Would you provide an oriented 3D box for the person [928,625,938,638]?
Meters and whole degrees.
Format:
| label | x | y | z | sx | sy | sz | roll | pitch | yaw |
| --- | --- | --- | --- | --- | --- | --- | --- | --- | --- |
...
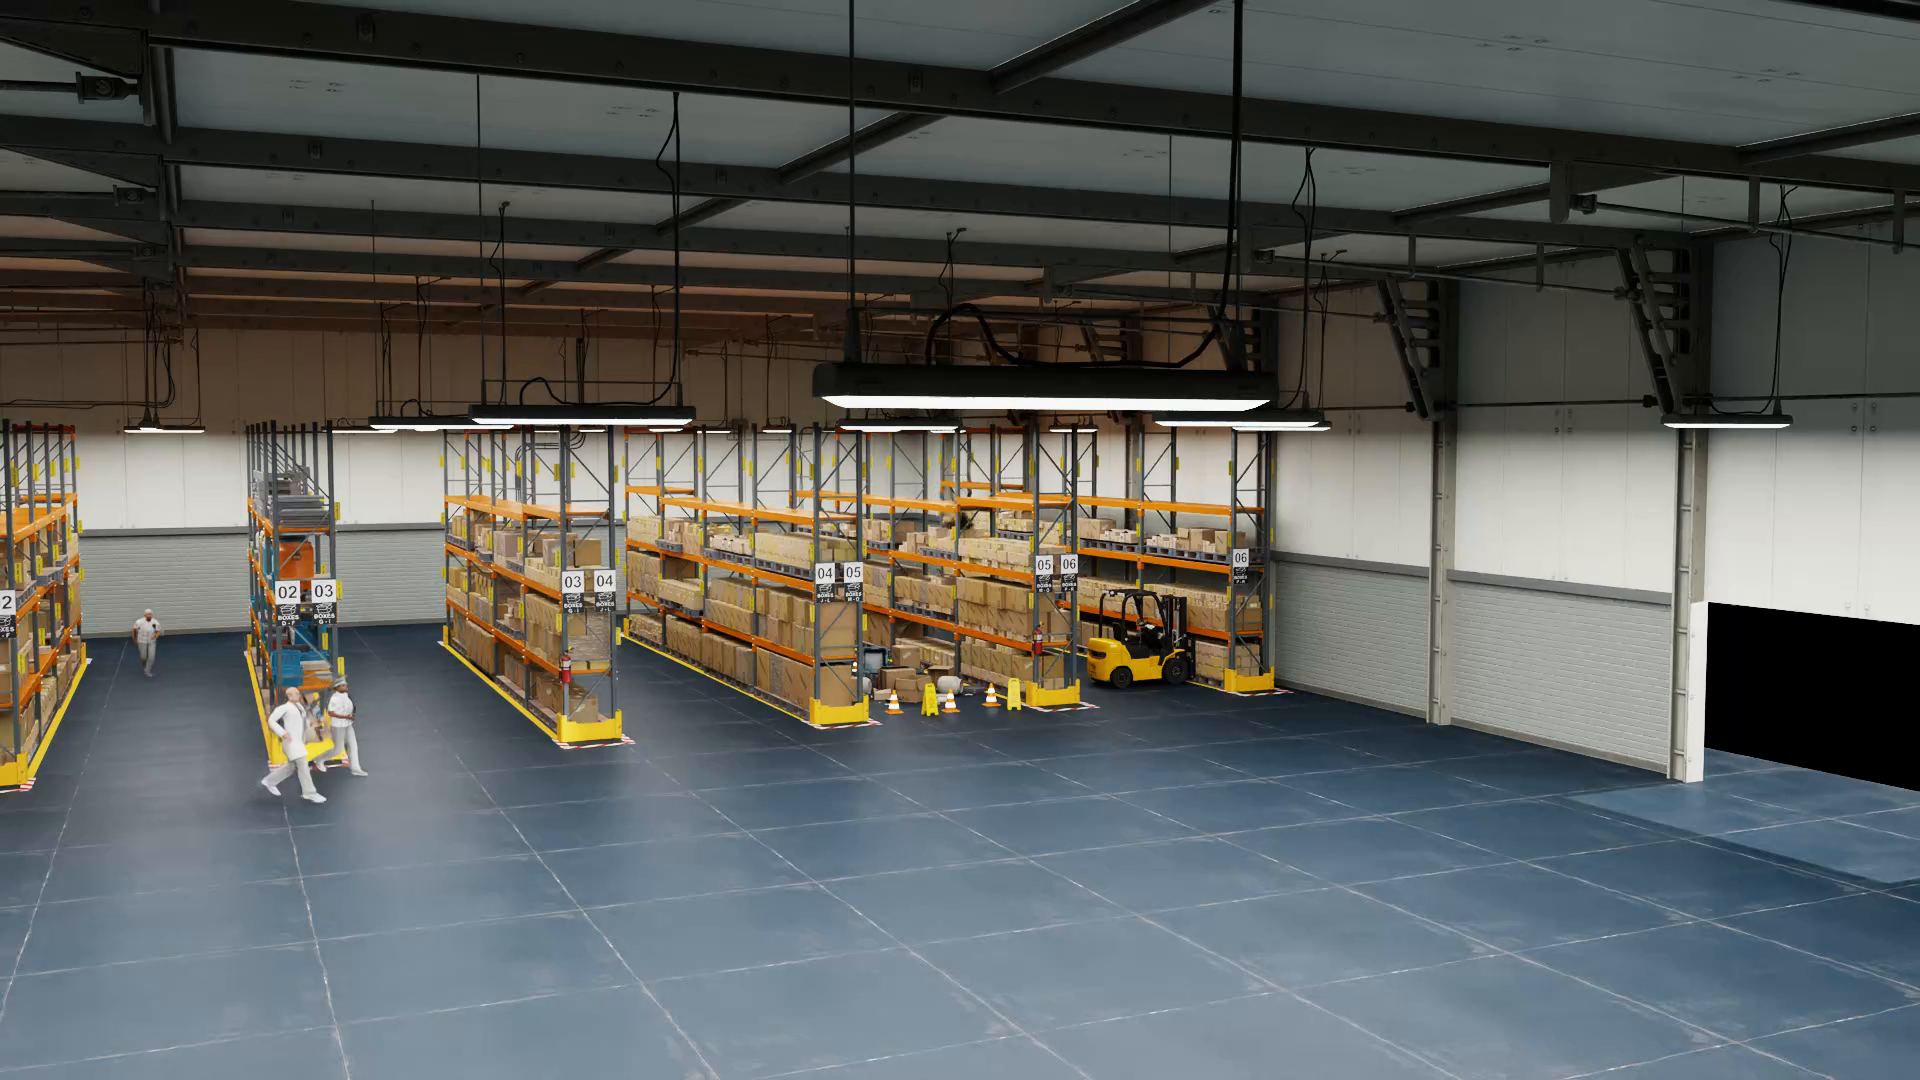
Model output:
| label | x | y | z | sx | sy | sz | roll | pitch | yaw |
| --- | --- | --- | --- | --- | --- | --- | --- | --- | --- |
| person | -0.939 | 1.980 | 46.102 | 0.667 | 1.742 | 0.970 | -1 | 4 | -19 |

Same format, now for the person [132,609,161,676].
| label | x | y | z | sx | sy | sz | roll | pitch | yaw |
| --- | --- | --- | --- | --- | --- | --- | --- | --- | --- |
| person | -19.360 | 2.446 | 39.601 | 0.607 | 1.595 | 0.604 | -2 | 4 | -32 |

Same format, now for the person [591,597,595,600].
| label | x | y | z | sx | sy | sz | roll | pitch | yaw |
| --- | --- | --- | --- | --- | --- | --- | --- | --- | --- |
| person | -9.960 | 2.102 | 45.670 | 0.537 | 1.554 | 0.556 | -2 | 4 | -27 |

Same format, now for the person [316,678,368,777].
| label | x | y | z | sx | sy | sz | roll | pitch | yaw |
| --- | --- | --- | --- | --- | --- | --- | --- | --- | --- |
| person | -10.340 | 3.142 | 27.863 | 0.860 | 1.677 | 0.586 | 0 | 4 | 8 |

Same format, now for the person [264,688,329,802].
| label | x | y | z | sx | sy | sz | roll | pitch | yaw |
| --- | --- | --- | --- | --- | --- | --- | --- | --- | --- |
| person | -10.399 | 3.207 | 26.011 | 1.037 | 1.788 | 0.709 | 0 | 4 | 0 |
